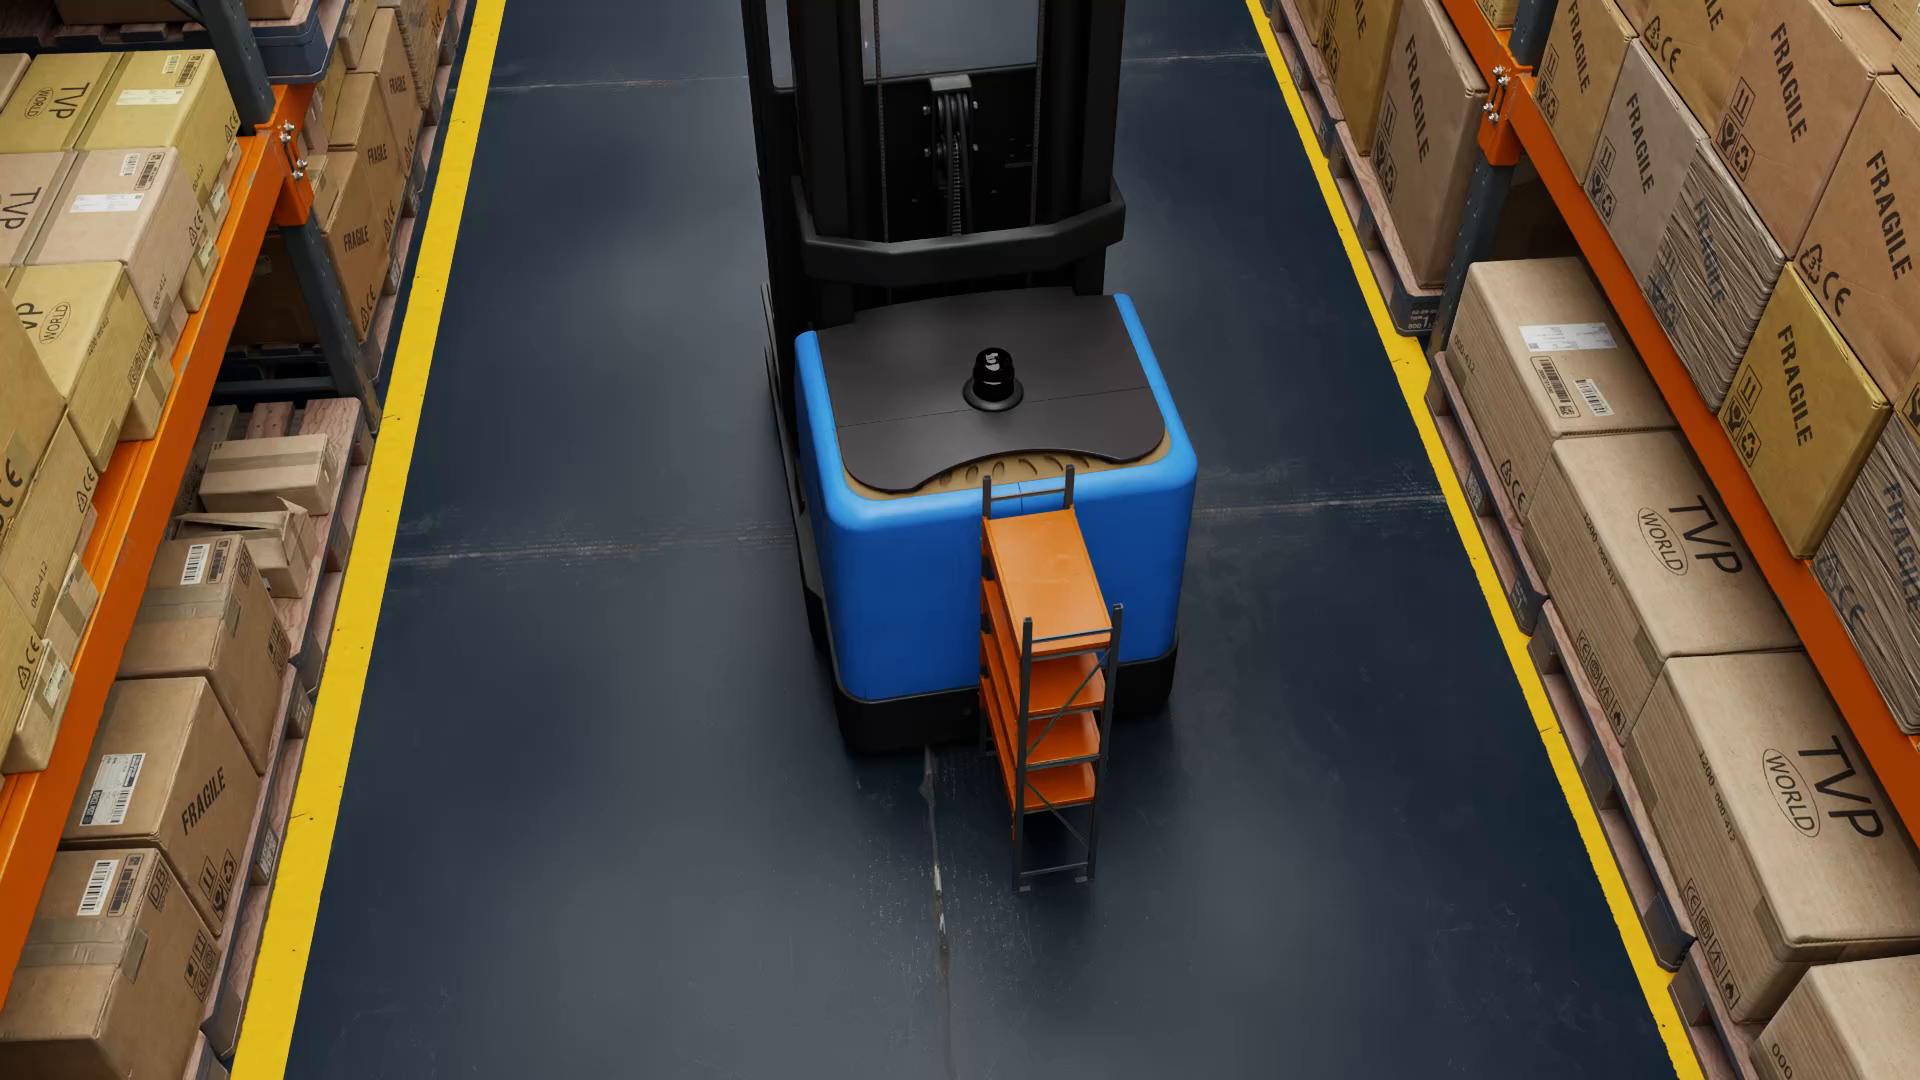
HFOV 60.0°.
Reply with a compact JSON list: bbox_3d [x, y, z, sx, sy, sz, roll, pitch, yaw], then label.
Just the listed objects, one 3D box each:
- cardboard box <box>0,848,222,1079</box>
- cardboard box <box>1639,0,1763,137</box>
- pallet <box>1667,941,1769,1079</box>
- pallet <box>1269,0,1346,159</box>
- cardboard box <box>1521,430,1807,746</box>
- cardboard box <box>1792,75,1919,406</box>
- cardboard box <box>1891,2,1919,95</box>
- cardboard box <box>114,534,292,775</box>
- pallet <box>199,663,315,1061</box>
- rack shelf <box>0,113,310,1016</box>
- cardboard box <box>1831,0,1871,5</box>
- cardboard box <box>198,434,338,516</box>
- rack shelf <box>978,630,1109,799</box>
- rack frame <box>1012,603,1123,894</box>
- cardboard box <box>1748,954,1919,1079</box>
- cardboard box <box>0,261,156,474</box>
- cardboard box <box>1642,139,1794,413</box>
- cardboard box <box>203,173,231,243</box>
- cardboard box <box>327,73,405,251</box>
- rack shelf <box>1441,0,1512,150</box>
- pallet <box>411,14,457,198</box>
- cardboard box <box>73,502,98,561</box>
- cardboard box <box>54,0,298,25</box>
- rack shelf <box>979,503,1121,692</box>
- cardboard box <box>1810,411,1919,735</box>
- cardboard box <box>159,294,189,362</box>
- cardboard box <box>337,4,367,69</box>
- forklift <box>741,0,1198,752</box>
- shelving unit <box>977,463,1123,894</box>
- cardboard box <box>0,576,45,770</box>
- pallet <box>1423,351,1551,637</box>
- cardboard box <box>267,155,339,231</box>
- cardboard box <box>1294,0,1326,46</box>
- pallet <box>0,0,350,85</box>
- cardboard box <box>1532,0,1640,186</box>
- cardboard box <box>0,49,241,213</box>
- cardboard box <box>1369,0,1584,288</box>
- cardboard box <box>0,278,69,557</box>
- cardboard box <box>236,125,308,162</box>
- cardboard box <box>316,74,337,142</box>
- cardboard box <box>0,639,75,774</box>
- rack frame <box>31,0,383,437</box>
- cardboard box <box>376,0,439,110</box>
[{"bbox_3d":[-2.299,1.112,4.063,0.700,0.500,0.500,-2,47,-2],"label":"cardboard box"},{"bbox_3d":[2.136,-1.386,4.239,0.500,0.500,0.500,-4,47,-4],"label":"cardboard box"},{"bbox_3d":[2.491,1.547,4.140,1.003,0.211,1.213,-3,47,-3],"label":"pallet"},{"bbox_3d":[2.057,-2.212,7.699,1.003,0.211,1.213,-3,47,-3],"label":"pallet"},{"bbox_3d":[2.323,0.113,5.053,0.875,0.438,0.875,-5,47,-4],"label":"cardboard box"},{"bbox_3d":[2.207,-0.649,3.541,0.500,0.500,0.500,-4,47,-4],"label":"cardboard box"},{"bbox_3d":[2.178,-0.986,3.414,0.380,0.149,0.250,-3,47,-3],"label":"cardboard box"},{"bbox_3d":[-2.386,0.361,4.775,0.700,0.500,0.500,-5,47,-5],"label":"cardboard box"},{"bbox_3d":[-2.483,0.913,4.740,1.003,0.211,1.213,-3,47,-3],"label":"pallet"},{"bbox_3d":[-2.477,0.266,3.927,1.077,0.370,4.000,-3,47,-3],"label":"rack shelf"},{"bbox_3d":[2.123,-1.345,3.754,0.380,0.149,0.250,-5,47,-4],"label":"cardboard box"},{"bbox_3d":[-2.305,-0.207,5.554,0.380,0.149,0.250,-5,47,-4],"label":"cardboard box"},{"bbox_3d":[0.223,0.457,4.583,0.258,0.148,0.480,-8,47,-7],"label":"rack shelf"},{"bbox_3d":[0.268,0.585,4.370,0.240,1.200,0.015,-8,47,-7],"label":"rack frame"},{"bbox_3d":[2.481,1.427,3.808,0.875,0.438,0.875,-5,47,-5],"label":"cardboard box"},{"bbox_3d":[-2.273,-0.402,3.963,0.500,0.250,0.500,-4,47,-4],"label":"cardboard box"},{"bbox_3d":[2.153,-0.687,4.266,0.500,0.500,0.500,-3,47,-3],"label":"cardboard box"},{"bbox_3d":[-2.323,-0.939,4.747,0.380,0.149,0.250,-2,47,-2],"label":"cardboard box"},{"bbox_3d":[-2.515,-1.461,6.500,0.500,0.500,0.500,-4,47,-4],"label":"cardboard box"},{"bbox_3d":[2.134,-2.932,6.956,1.077,0.370,4.000,-3,47,-3],"label":"rack shelf"},{"bbox_3d":[-2.855,-1.940,7.442,1.003,0.211,1.213,-3,47,-3],"label":"pallet"},{"bbox_3d":[-2.255,-0.009,3.865,0.380,0.149,0.250,-4,47,-3],"label":"cardboard box"},{"bbox_3d":[-2.462,-1.970,5.192,0.700,0.500,0.500,-2,47,-2],"label":"cardboard box"},{"bbox_3d":[0.223,0.141,4.249,0.258,0.148,0.480,-8,47,-7],"label":"rack shelf"},{"bbox_3d":[2.252,0.059,3.559,0.500,0.500,0.500,-2,47,-2],"label":"cardboard box"},{"bbox_3d":[-2.282,-0.561,4.389,0.380,0.149,0.250,-2,47,-2],"label":"cardboard box"},{"bbox_3d":[-2.563,-1.973,6.538,0.380,0.149,0.250,-4,47,-3],"label":"cardboard box"},{"bbox_3d":[-0.117,-1.453,5.108,1.130,2.935,3.031,-8,47,-7],"label":"forklift"},{"bbox_3d":[0.223,0.411,4.535,0.258,1.200,0.503,-8,47,-7],"label":"shelving unit"},{"bbox_3d":[-2.167,0.339,3.261,0.500,0.250,0.500,-4,47,-4],"label":"cardboard box"},{"bbox_3d":[2.287,-0.219,5.812,1.003,0.211,1.213,-3,47,-3],"label":"pallet"},{"bbox_3d":[-2.409,-1.212,5.817,0.380,0.149,0.250,-1,47,-1],"label":"cardboard box"},{"bbox_3d":[2.012,-2.890,7.595,0.875,0.875,0.875,-3,47,-3],"label":"cardboard box"},{"bbox_3d":[-2.603,-1.947,5.660,1.003,0.211,1.213,-3,47,-3],"label":"pallet"},{"bbox_3d":[2.080,-1.411,4.952,0.500,0.500,0.500,-2,47,-2],"label":"cardboard box"},{"bbox_3d":[-2.359,-1.125,4.648,0.500,0.250,0.500,-2,47,-2],"label":"cardboard box"},{"bbox_3d":[2.170,-1.590,6.364,0.875,0.875,0.875,-2,47,-2],"label":"cardboard box"},{"bbox_3d":[-2.205,-0.272,3.324,0.500,0.500,0.500,-2,47,-2],"label":"cardboard box"},{"bbox_3d":[-2.470,-1.310,5.706,0.380,0.149,0.250,-4,47,-4],"label":"cardboard box"},{"bbox_3d":[-2.542,-1.592,6.178,0.380,0.149,0.250,-6,47,-5],"label":"cardboard box"},{"bbox_3d":[-2.122,0.363,3.513,0.380,0.149,0.250,-5,47,-4],"label":"cardboard box"},{"bbox_3d":[-2.644,-1.428,5.036,1.000,3.000,0.127,-3,47,-3],"label":"rack frame"},{"bbox_3d":[-2.590,-2.198,7.198,0.500,0.500,0.500,-5,47,-5],"label":"cardboard box"}]
